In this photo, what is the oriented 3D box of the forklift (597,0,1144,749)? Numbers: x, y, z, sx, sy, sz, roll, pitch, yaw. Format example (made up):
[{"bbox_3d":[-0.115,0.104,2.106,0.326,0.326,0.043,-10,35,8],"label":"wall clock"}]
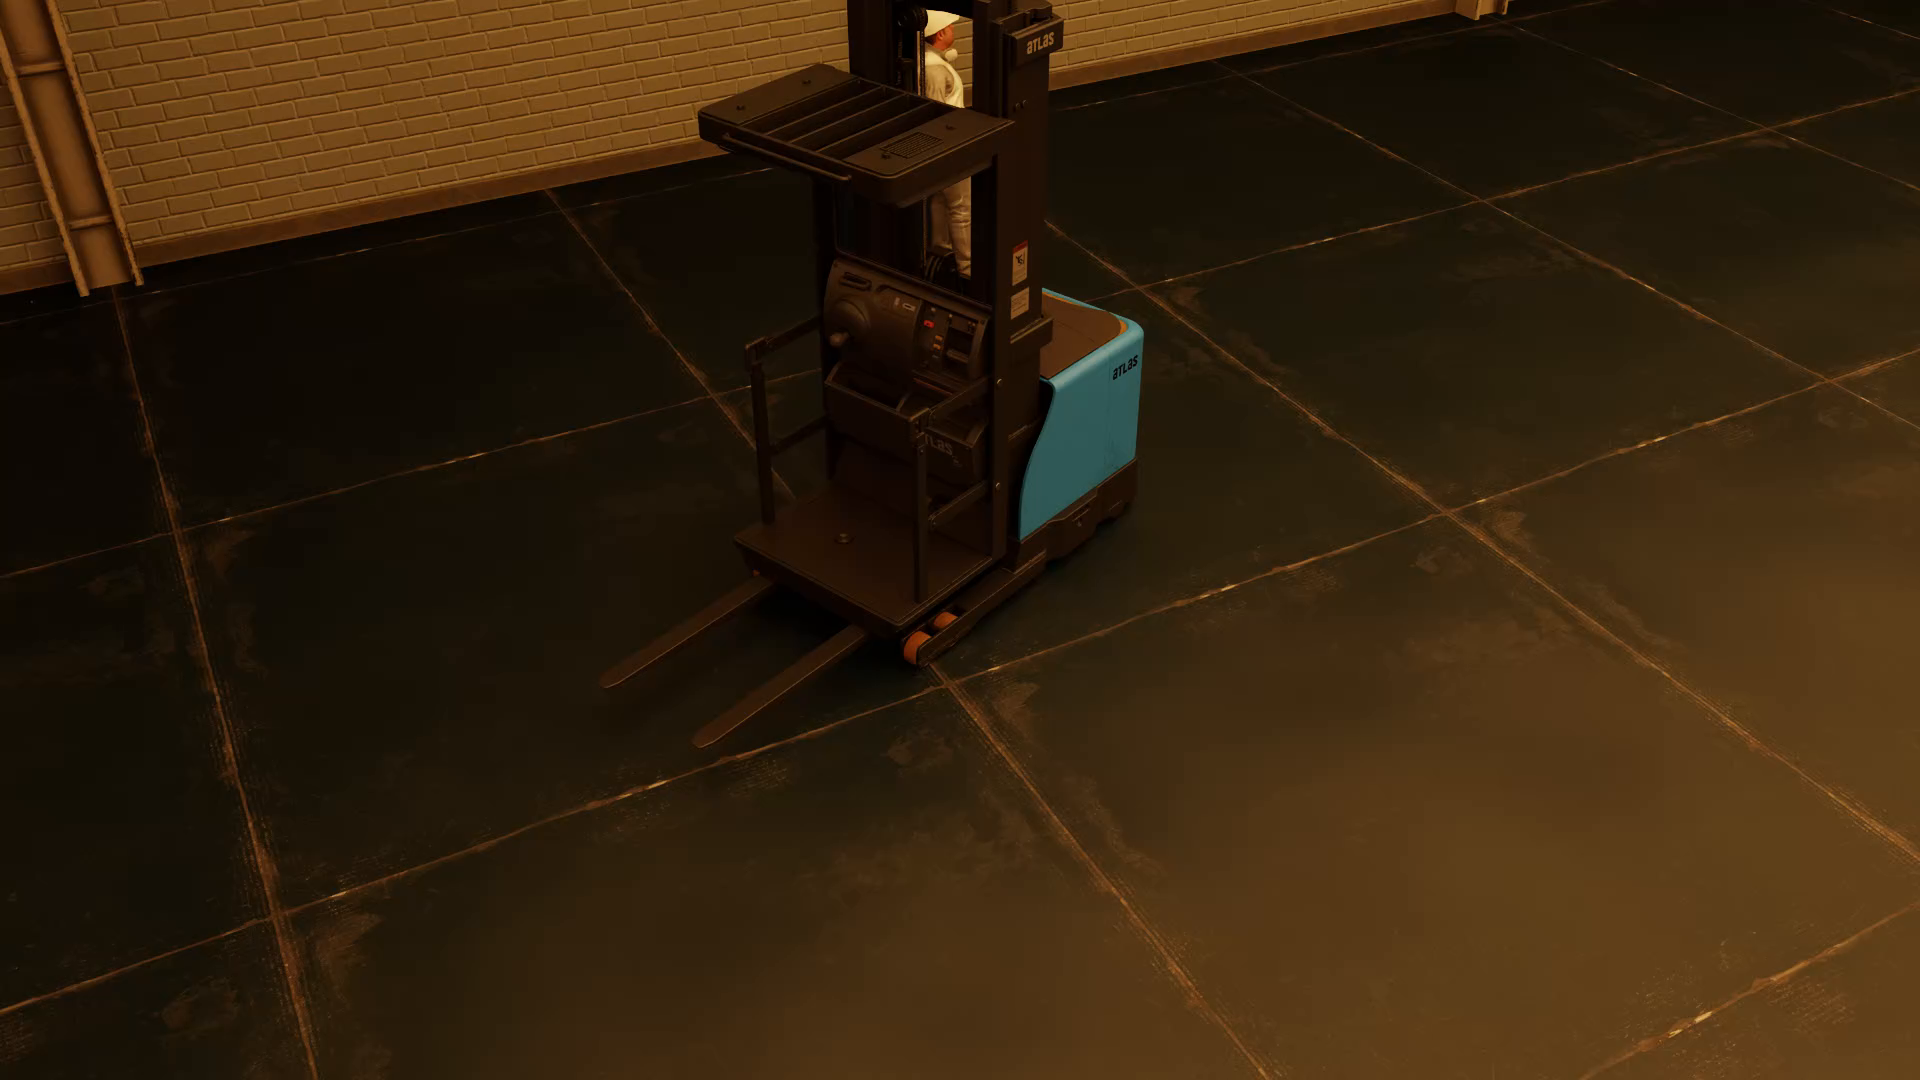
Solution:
[{"bbox_3d":[-0.390,-0.927,7.434,1.130,2.935,3.031,26,43,31],"label":"forklift"}]

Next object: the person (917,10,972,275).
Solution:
[{"bbox_3d":[-0.029,-2.580,10.761,0.568,1.774,0.632,-7,36,-9],"label":"person"}]
